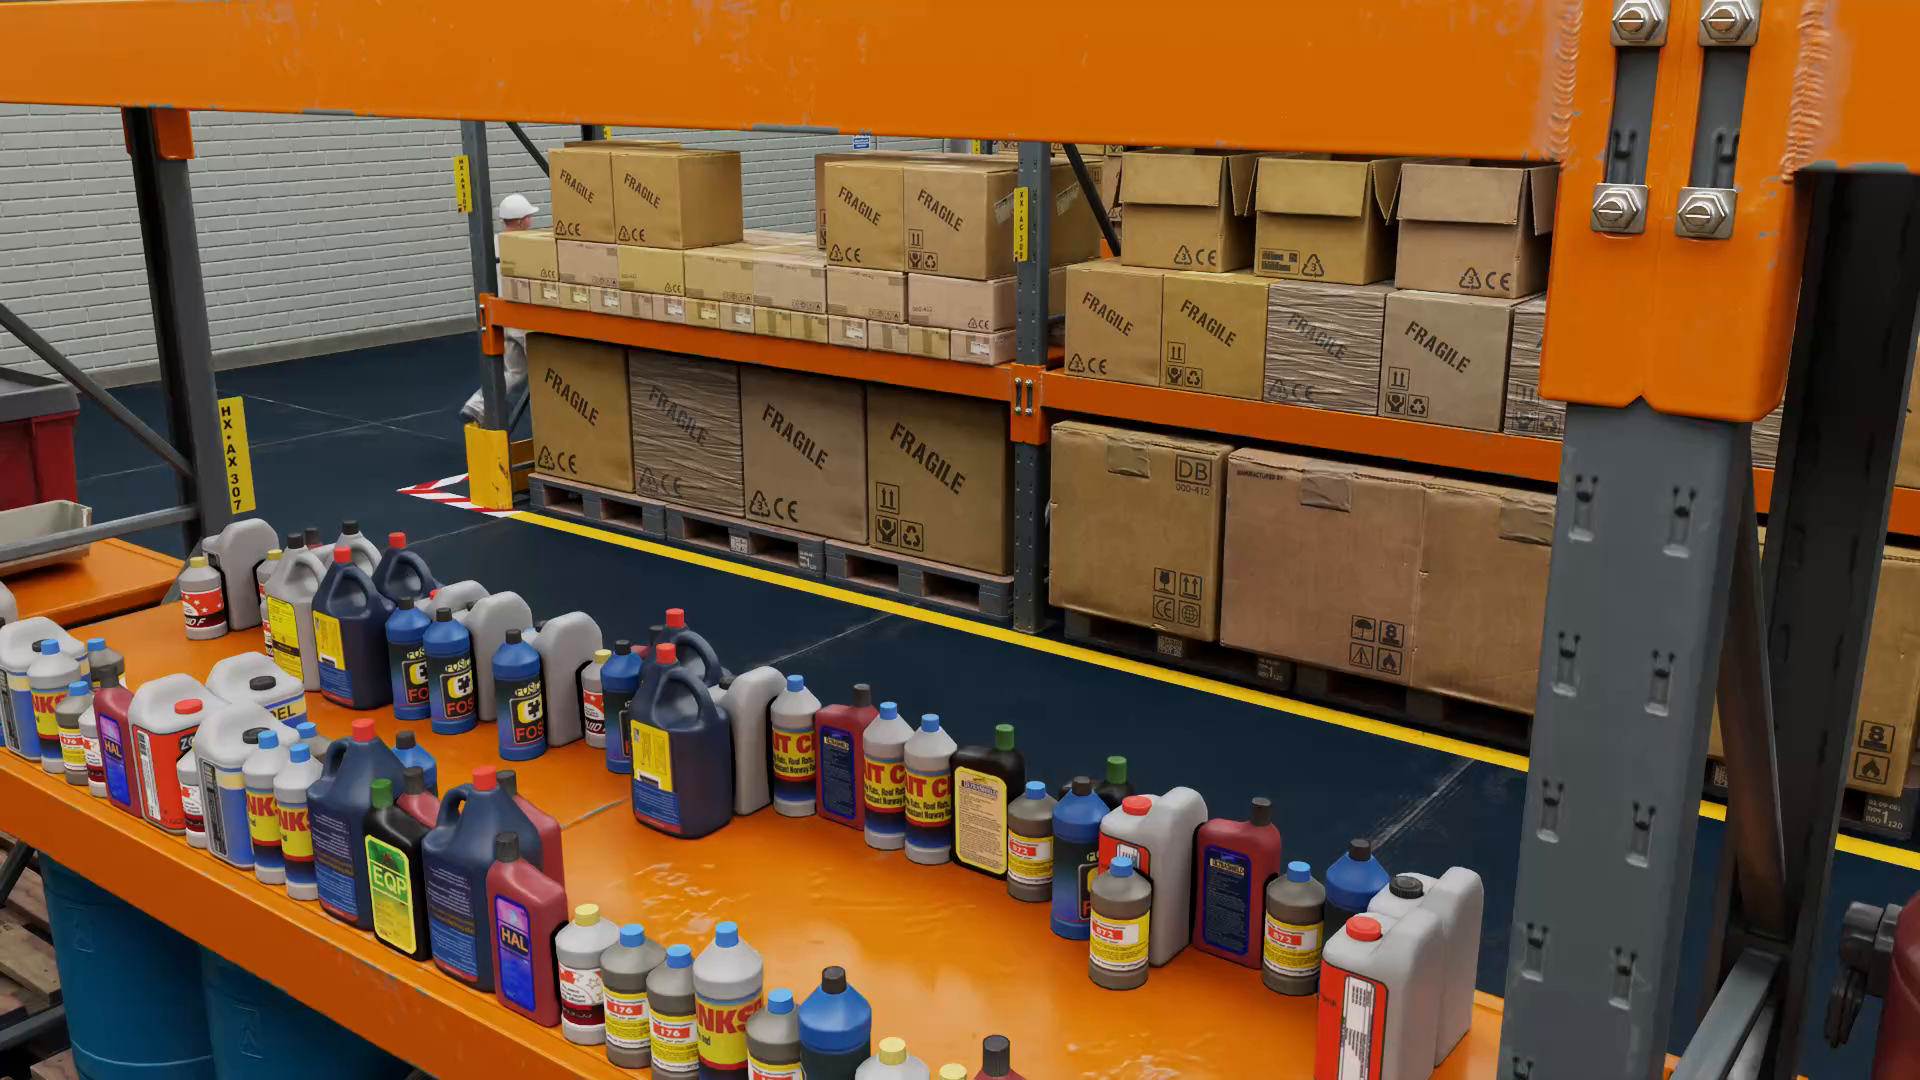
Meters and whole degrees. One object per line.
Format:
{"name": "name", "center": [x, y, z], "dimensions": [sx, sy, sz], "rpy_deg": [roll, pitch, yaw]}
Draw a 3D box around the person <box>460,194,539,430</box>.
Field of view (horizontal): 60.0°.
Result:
{"name": "person", "center": [-3.115, -1.520, 11.656], "dimensions": [0.617, 1.771, 0.726], "rpy_deg": [15, 22, 41]}
